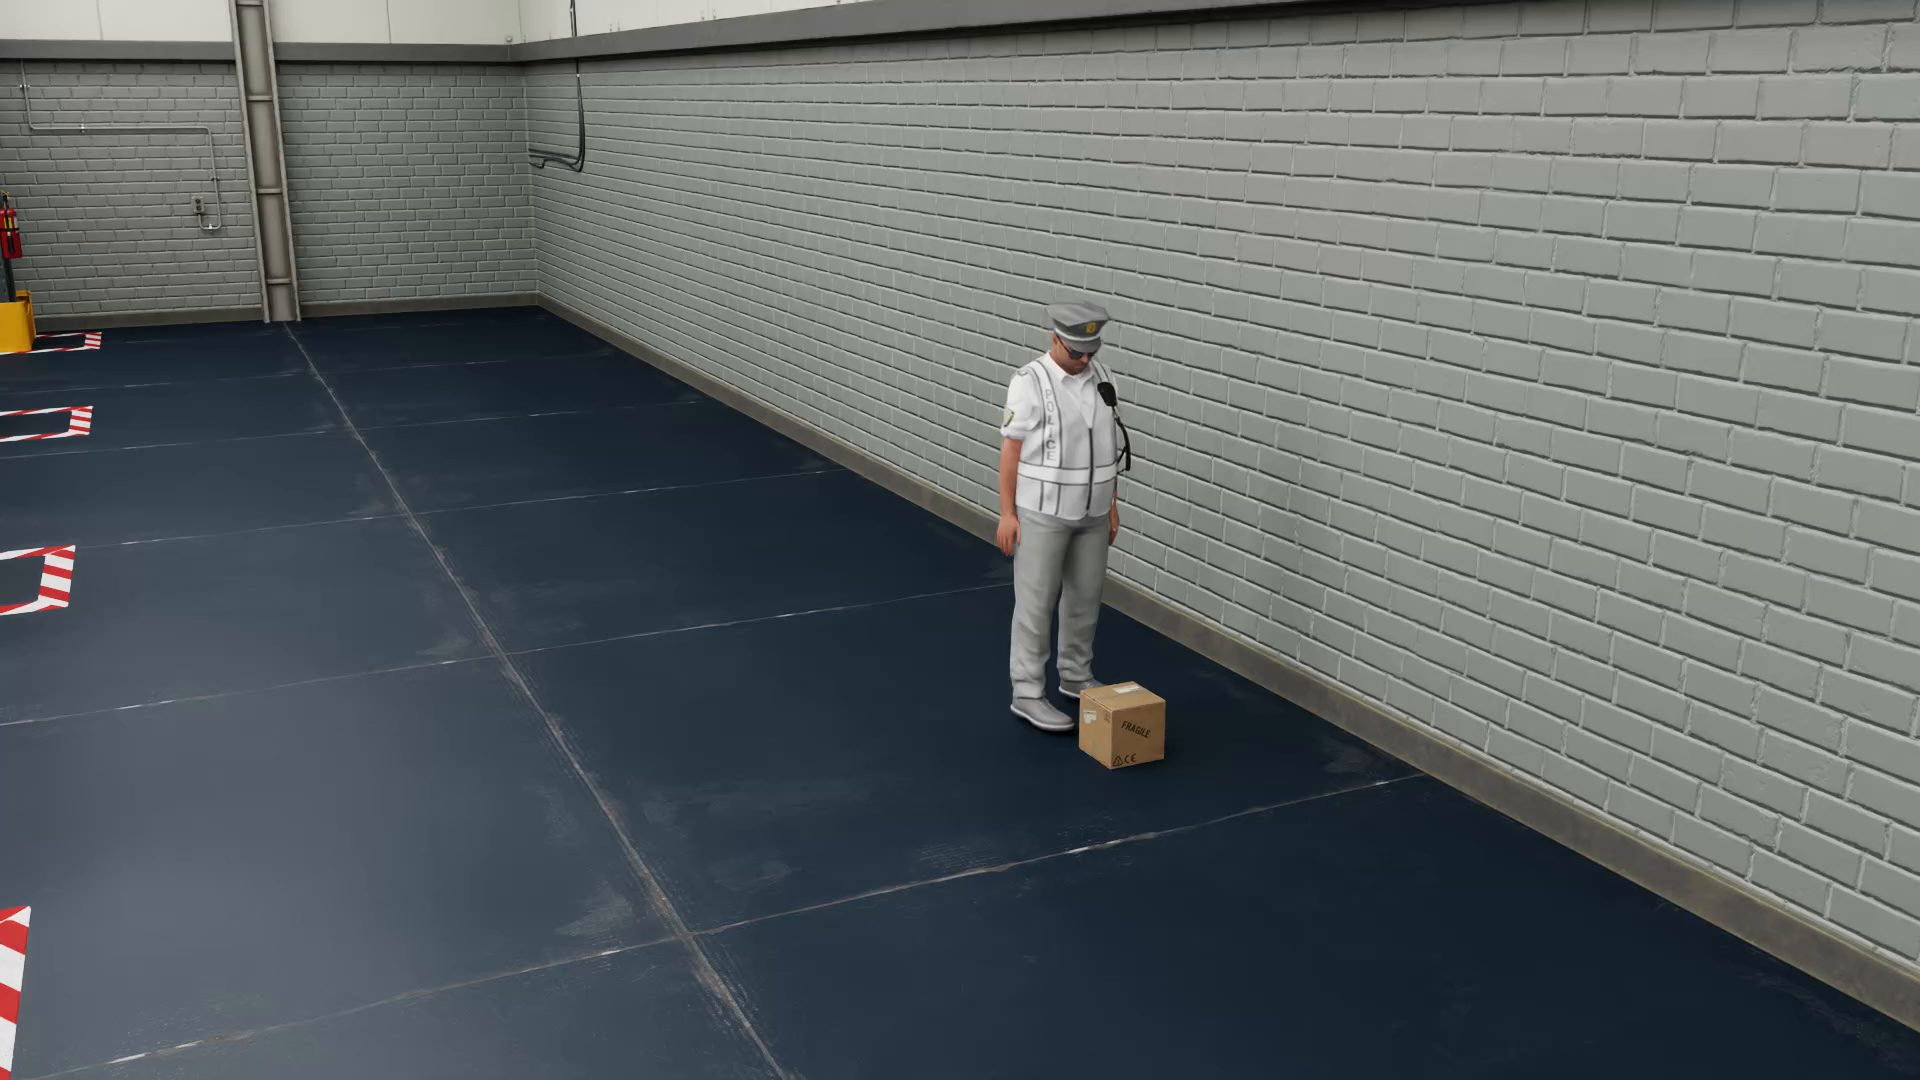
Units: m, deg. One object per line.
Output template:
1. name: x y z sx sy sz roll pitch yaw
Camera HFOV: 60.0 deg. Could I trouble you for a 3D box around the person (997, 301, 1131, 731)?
1. person: 0.447 -0.110 6.865 0.560 1.732 0.453 -9 17 -30
